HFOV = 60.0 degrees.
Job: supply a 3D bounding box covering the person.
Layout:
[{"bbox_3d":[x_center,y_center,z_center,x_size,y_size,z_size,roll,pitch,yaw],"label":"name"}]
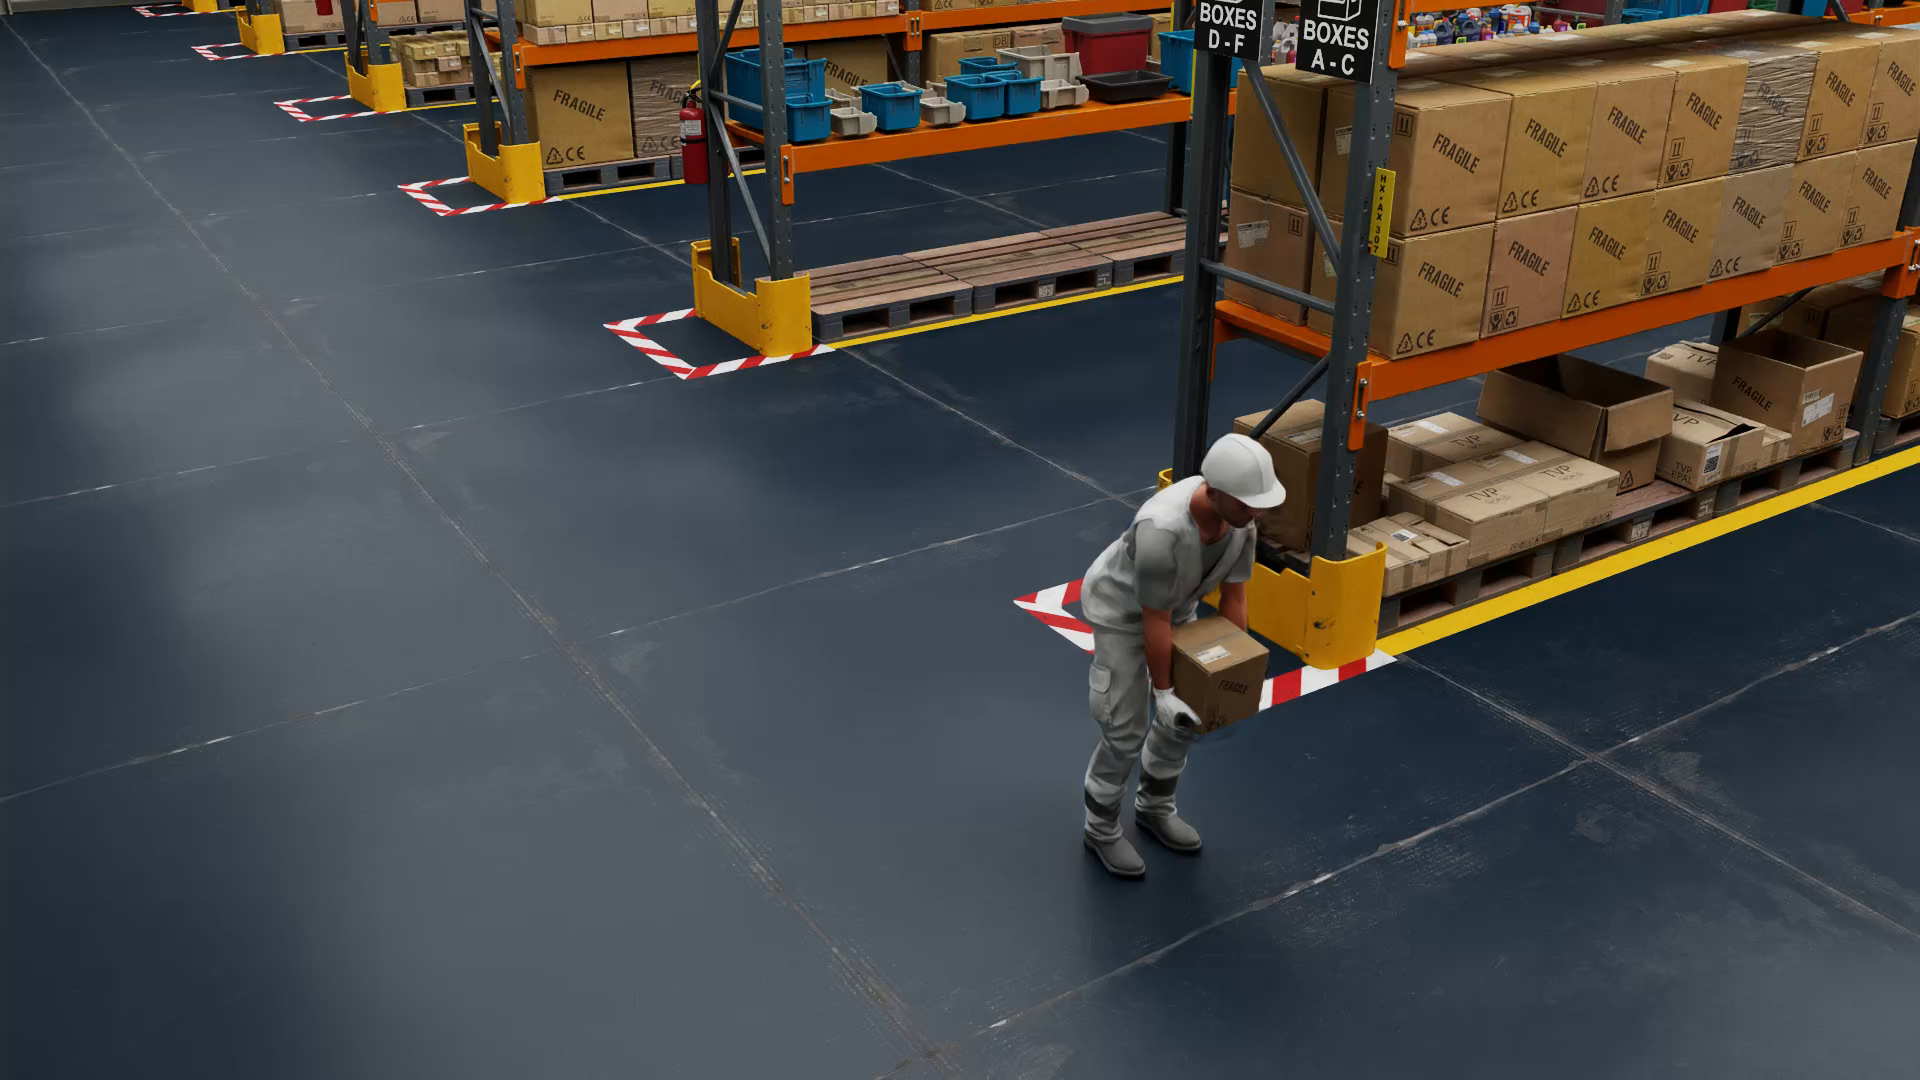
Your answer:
[{"bbox_3d":[0.718,0.373,5.431,0.483,1.655,0.712,-16,29,-31],"label":"person"}]
